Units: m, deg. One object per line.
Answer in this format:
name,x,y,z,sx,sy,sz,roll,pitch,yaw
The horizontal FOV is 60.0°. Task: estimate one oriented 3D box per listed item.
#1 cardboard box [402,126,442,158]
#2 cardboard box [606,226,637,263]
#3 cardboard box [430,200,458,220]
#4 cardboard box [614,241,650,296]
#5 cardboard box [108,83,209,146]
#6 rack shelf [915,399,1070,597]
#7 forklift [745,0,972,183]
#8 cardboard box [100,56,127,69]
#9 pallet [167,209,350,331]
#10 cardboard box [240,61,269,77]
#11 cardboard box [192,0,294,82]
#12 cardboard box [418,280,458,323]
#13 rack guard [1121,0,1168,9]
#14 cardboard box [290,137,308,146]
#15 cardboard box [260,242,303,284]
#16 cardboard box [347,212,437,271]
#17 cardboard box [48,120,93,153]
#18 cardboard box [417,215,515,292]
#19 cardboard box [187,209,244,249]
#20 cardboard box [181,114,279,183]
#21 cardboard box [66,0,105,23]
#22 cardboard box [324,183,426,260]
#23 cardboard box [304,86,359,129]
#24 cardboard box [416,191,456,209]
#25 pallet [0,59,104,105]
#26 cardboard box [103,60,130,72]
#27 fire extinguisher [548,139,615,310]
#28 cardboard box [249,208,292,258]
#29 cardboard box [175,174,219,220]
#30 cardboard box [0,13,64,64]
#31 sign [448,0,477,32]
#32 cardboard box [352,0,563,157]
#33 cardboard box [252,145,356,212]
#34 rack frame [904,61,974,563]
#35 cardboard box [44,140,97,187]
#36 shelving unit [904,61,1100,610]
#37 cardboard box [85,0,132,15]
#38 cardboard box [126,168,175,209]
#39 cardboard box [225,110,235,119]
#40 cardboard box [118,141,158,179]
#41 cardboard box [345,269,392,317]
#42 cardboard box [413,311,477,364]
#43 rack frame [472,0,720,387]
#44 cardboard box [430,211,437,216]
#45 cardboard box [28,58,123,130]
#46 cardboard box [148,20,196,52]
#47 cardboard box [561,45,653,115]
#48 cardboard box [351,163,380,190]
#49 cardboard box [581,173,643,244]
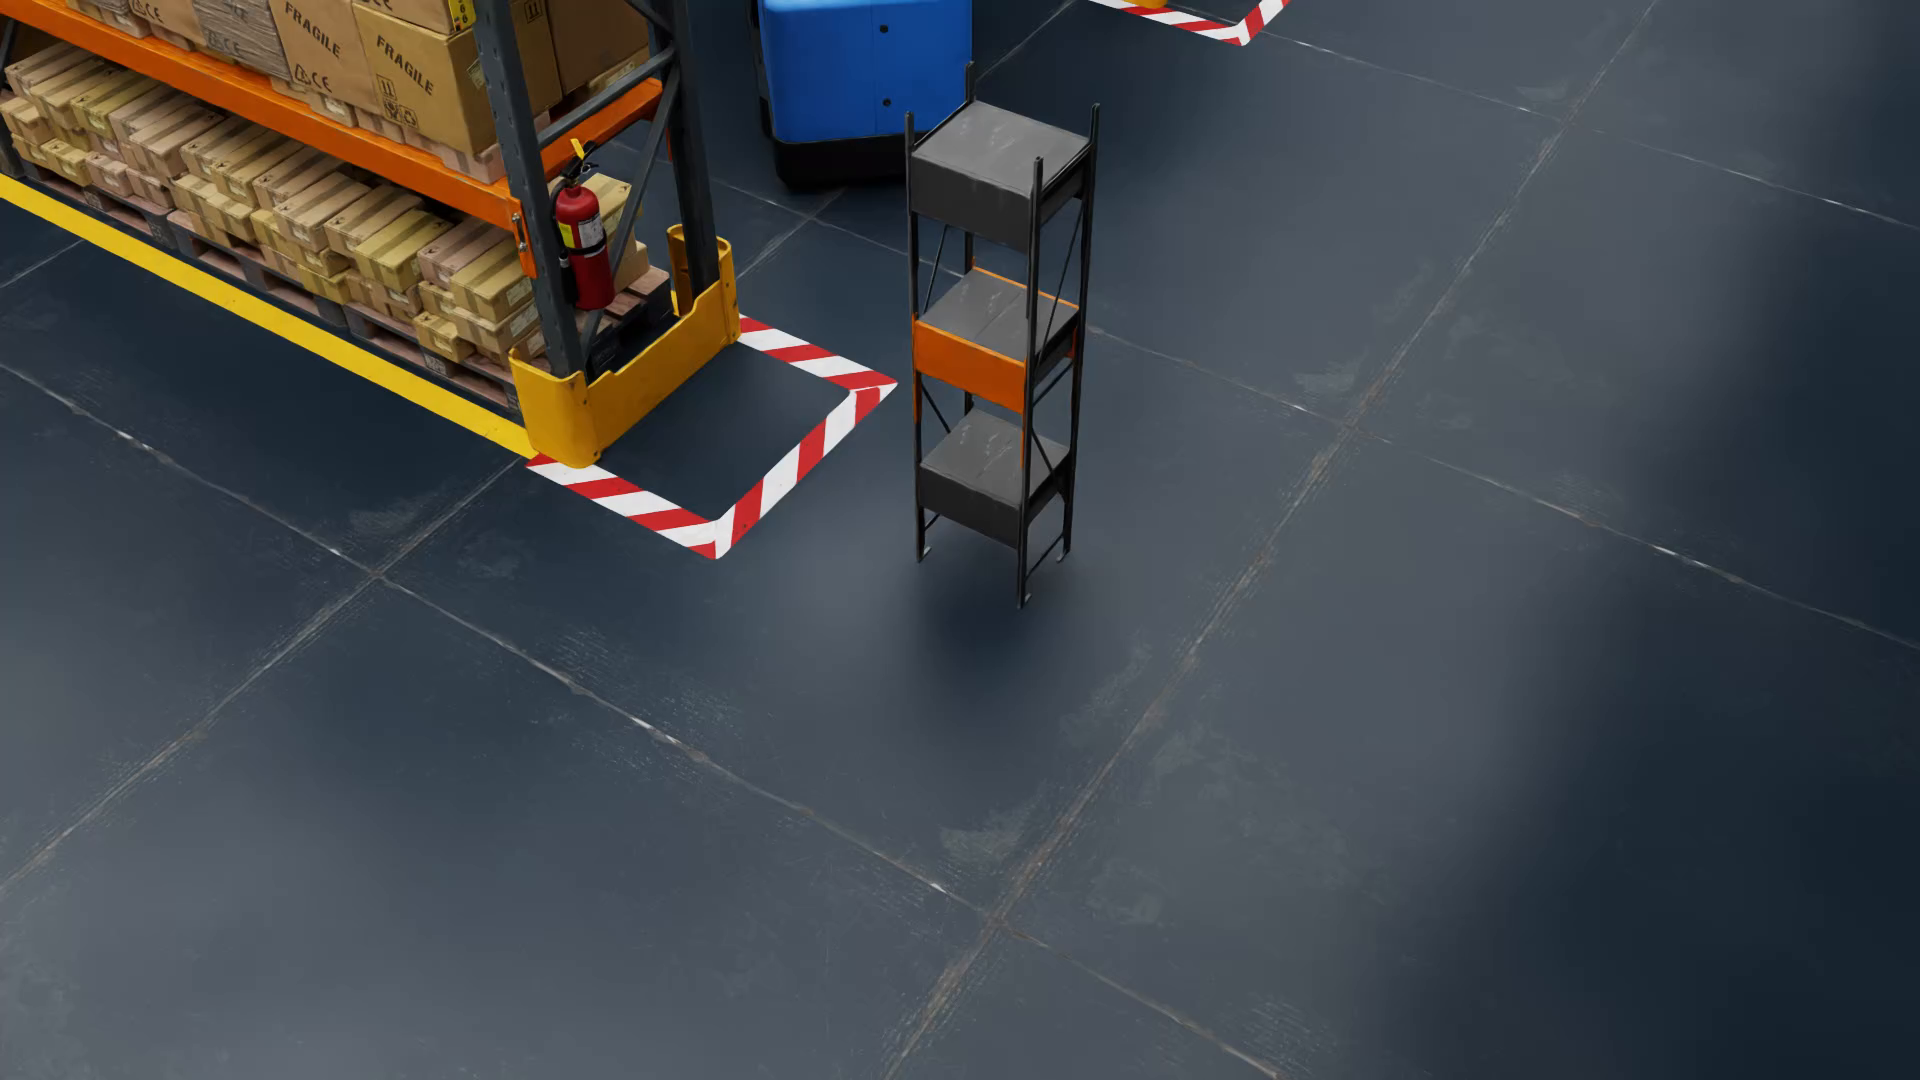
cardboard box,-2.030,-1.715,6.722,0.250,0.149,0.380,25,51,22
cardboard box,-1.717,-1.342,7.672,0.250,0.149,0.380,27,52,24
cardboard box,-2.328,-1.689,8.009,0.250,0.149,0.380,26,51,23
cardboard box,-1.682,-1.277,7.816,0.250,0.149,0.380,26,51,23
cardboard box,-3.932,-2.081,8.182,0.250,0.149,0.380,23,50,21
rack shelf,0.139,-0.170,6.668,0.480,0.518,0.431,25,51,22
forklift,-0.673,-3.953,8.769,1.130,2.935,3.031,-7,46,-7
cardboard box,-4.341,-2.656,8.742,0.250,0.149,0.380,26,51,23
pallet,-3.166,-1.594,8.374,1.213,0.211,1.003,25,51,22
cardboard box,-2.878,-2.148,7.143,0.250,0.149,0.380,23,50,21
cardboard box,-2.794,-2.278,6.817,0.500,0.500,0.500,25,51,22
cardboard box,-2.203,-1.150,7.486,0.250,0.149,0.380,24,50,21
rack guard,1.369,-3.803,10.318,0.348,0.500,1.175,25,51,22
cardboard box,-3.054,-2.033,8.136,0.250,0.149,0.380,25,51,22
cardboard box,-3.100,-1.418,7.953,0.250,0.149,0.380,26,51,23
cardboard box,-2.622,-1.383,7.712,0.250,0.149,0.380,24,51,22
cardboard box,-4.387,-2.156,8.463,0.250,0.149,0.380,25,51,22
cardboard box,-2.177,-1.272,7.397,0.250,0.149,0.380,26,51,23
cardboard box,-3.534,-1.617,8.146,0.250,0.149,0.380,23,50,21
cardboard box,-3.488,-1.877,7.985,0.250,0.149,0.380,23,50,21
cardboard box,-3.806,-2.509,7.494,0.250,0.149,0.380,26,51,23
cardboard box,-2.647,-1.434,7.554,0.250,0.149,0.380,23,50,21
cardboard box,-2.477,-1.888,6.890,0.250,0.149,0.380,26,51,23
cardboard box,-2.365,-1.751,7.862,0.250,0.149,0.380,22,50,20
pallet,-5.437,-2.605,9.356,1.213,0.211,1.003,25,51,22
cardboard box,-4.344,-2.603,8.897,0.250,0.149,0.380,26,51,23
fire extinguisher,-1.451,-1.195,6.355,0.183,0.674,0.296,25,51,22
cardboard box,-3.099,-1.520,7.845,0.250,0.149,0.380,27,52,24
cardboard box,-3.540,-1.720,8.040,0.250,0.149,0.380,24,51,22
cardboard box,-5.260,-2.998,9.244,0.500,0.500,0.500,27,51,24
sign,-1.731,-1.914,5.713,0.005,0.325,0.100,25,51,22
cardboard box,-1.931,-1.885,6.435,0.500,0.500,0.500,26,51,23
cardboard box,-3.066,-1.674,7.787,0.250,0.149,0.380,23,50,21
rack frame,-0.066,-0.762,6.248,0.015,2.100,0.400,25,51,22
cardboard box,-4.424,-1.992,8.511,0.250,0.149,0.380,26,51,23
shelving unit,0.139,-0.668,6.157,0.503,2.100,0.431,25,51,22
cardboard box,-3.675,-2.667,7.195,0.500,0.500,0.500,24,50,21
cardboard box,-3.946,-1.859,8.381,0.250,0.149,0.380,24,50,21
cardboard box,-3.492,-2.170,8.476,0.250,0.149,0.380,26,51,23
cardboard box,-3.937,-1.977,8.289,0.250,0.149,0.380,22,50,20
cardboard box,-2.632,-1.239,7.779,0.250,0.149,0.380,25,51,22
cardboard box,-2.241,-0.997,7.544,0.250,0.149,0.380,26,51,23
rack frame,-1.414,-1.728,6.559,0.127,3.000,1.000,25,51,22
cardboard box,-2.582,-1.627,8.157,0.250,0.149,0.380,25,51,22
cardboard box,-4.403,-2.236,8.333,0.250,0.149,0.380,27,52,24
cardboard box,-3.334,-2.326,7.315,0.250,0.149,0.380,27,51,23
cardboard box,-1.510,-1.964,6.964,0.250,0.149,0.380,24,51,22
cardboard box,-2.853,-1.814,8.131,0.250,0.149,0.380,27,52,24
cardboard box,-1.672,-1.496,7.614,0.250,0.149,0.380,23,50,20
